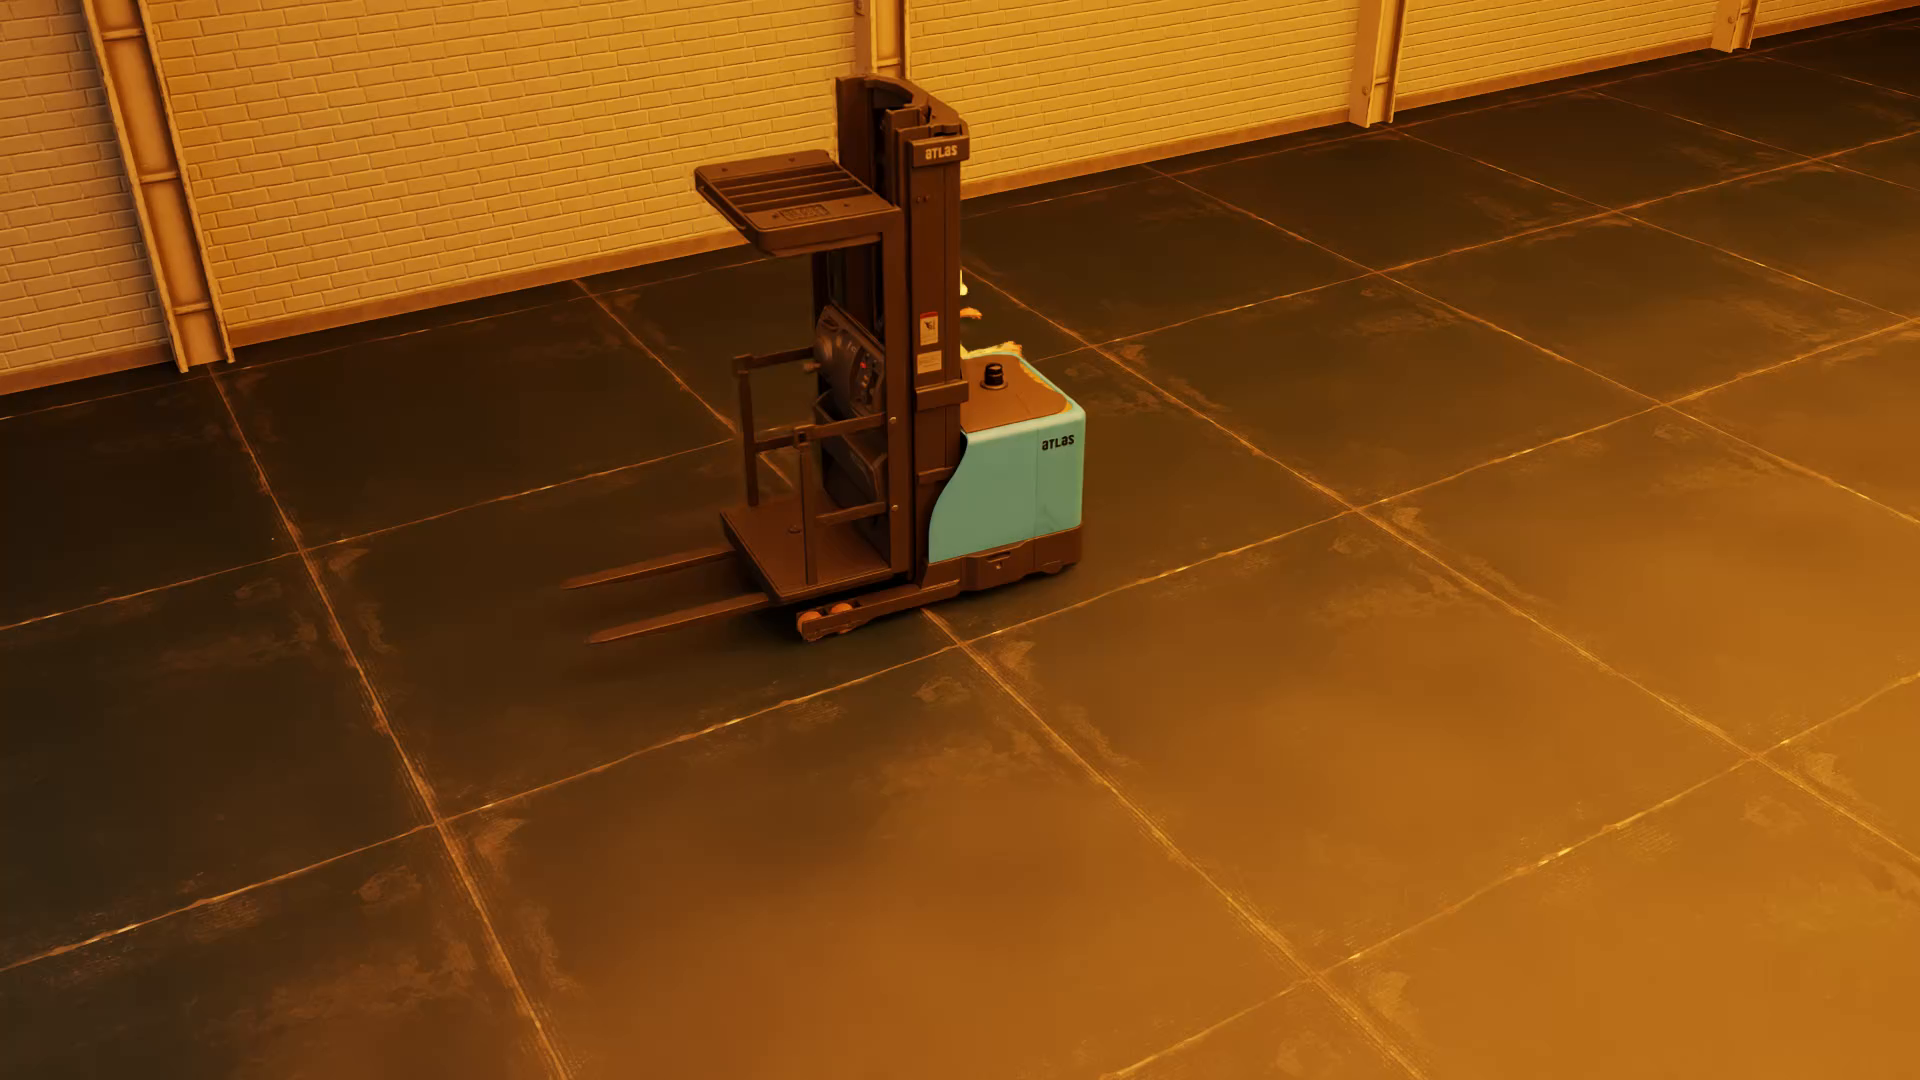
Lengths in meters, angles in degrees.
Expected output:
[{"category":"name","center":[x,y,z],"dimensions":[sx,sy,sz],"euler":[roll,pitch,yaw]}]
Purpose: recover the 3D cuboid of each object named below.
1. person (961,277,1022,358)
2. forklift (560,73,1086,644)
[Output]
[{"category":"person","center":[-0.016,-1.127,10.776],"dimensions":[0.788,1.507,0.906],"euler":[-6,31,-10]},{"category":"forklift","center":[-0.808,-0.990,9.299],"dimensions":[3.031,2.935,1.130],"euler":[-14,34,-22]}]
